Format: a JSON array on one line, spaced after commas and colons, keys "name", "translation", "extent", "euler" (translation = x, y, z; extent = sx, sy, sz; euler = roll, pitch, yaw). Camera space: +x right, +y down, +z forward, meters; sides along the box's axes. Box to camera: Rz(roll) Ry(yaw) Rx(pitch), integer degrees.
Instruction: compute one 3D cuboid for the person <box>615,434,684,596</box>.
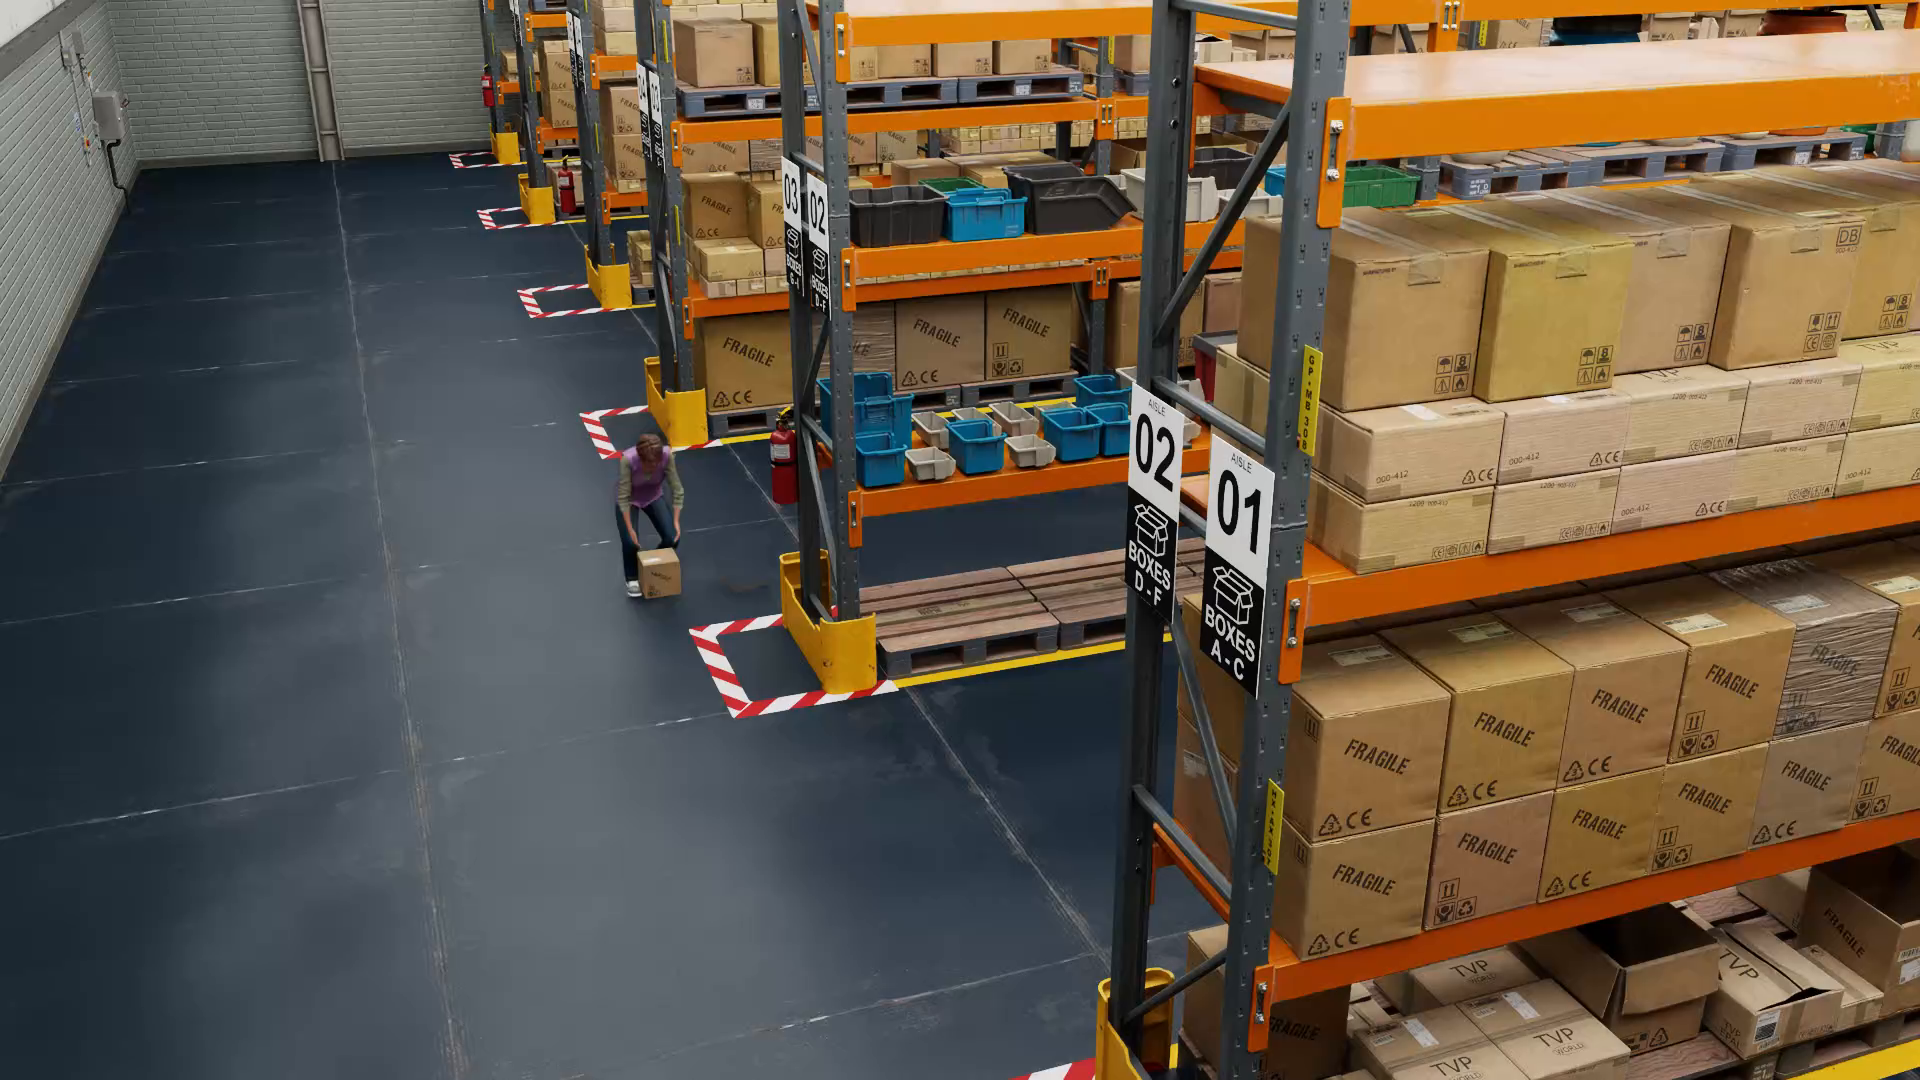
[{"name": "person", "translation": [-2.196, -0.209, 11.755], "extent": [0.463, 1.257, 0.671], "euler": [-8, 24, -19]}]
